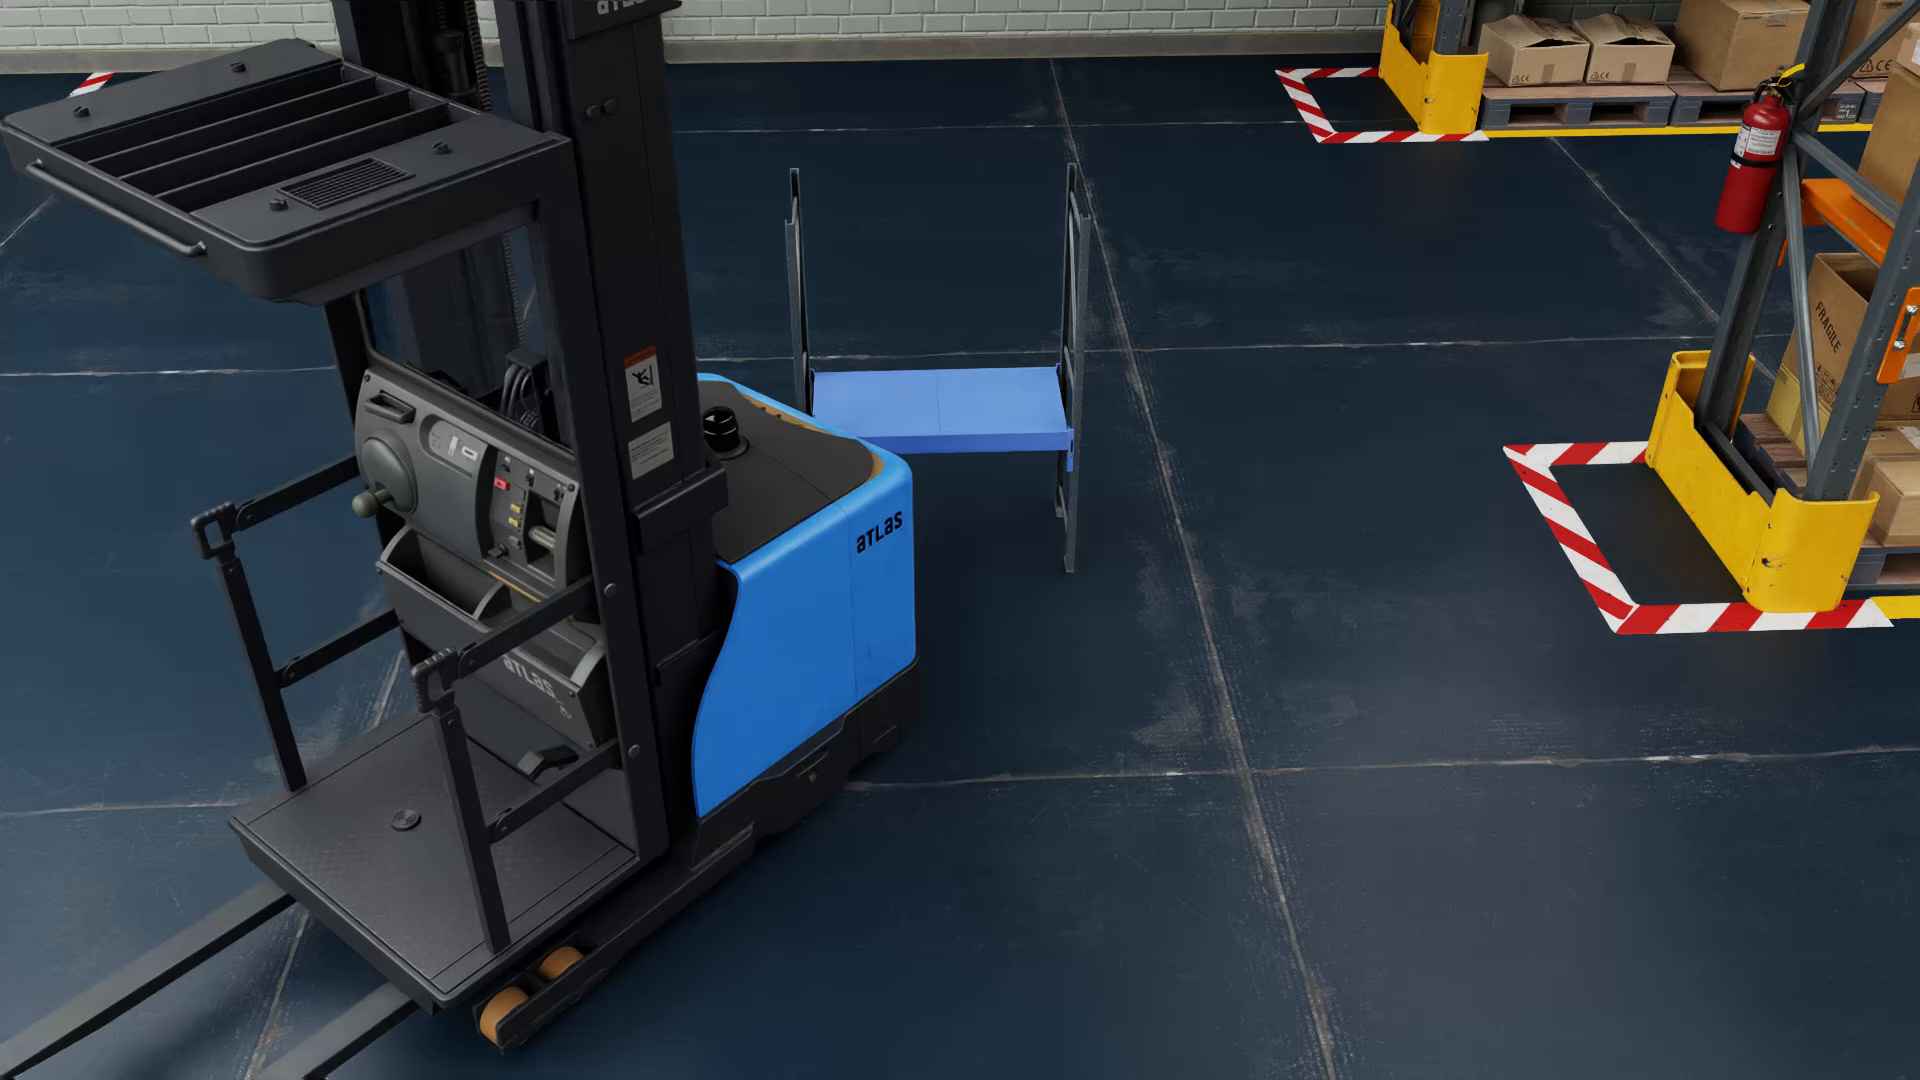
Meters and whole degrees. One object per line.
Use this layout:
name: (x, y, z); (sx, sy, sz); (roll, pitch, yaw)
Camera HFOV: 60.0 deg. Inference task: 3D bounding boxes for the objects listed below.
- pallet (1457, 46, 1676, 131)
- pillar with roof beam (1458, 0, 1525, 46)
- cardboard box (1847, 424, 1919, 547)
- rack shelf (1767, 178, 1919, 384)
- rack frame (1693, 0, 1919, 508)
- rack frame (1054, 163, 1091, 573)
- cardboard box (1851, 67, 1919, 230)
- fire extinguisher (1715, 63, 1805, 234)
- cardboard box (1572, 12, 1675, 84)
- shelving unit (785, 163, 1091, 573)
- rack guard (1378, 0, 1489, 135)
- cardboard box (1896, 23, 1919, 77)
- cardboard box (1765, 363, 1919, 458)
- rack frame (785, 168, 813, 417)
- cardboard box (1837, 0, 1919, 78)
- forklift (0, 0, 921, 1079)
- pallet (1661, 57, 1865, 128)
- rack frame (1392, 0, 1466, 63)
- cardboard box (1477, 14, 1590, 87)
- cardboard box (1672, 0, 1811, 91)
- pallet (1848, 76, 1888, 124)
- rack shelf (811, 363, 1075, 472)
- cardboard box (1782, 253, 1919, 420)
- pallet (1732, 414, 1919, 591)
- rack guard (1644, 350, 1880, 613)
pallet: (3.859, -2.963, 10.846); (1.213, 0.211, 1.003); (-2, 35, -2)
pillar with roof beam: (3.832, -4.636, 5.541); (0.400, 9.000, 9.100); (-2, 35, -2)
cardboard box: (3.755, -0.220, 6.479); (0.500, 0.250, 0.500); (-2, 35, -2)
rack shelf: (5.206, -1.048, 6.261); (4.000, 0.370, 1.077); (-2, 35, -2)
rack frame: (3.209, -1.290, 5.978); (0.127, 3.000, 1.000); (-2, 35, -2)
rack frame: (0.423, -0.628, 6.340); (0.032, 1.500, 0.500); (-2, 35, -2)
cardboard box: (3.675, -1.336, 5.957); (0.500, 0.500, 0.700); (-2, 35, -2)
fire extinguisher: (3.068, -1.519, 6.377); (0.183, 0.674, 0.296); (-2, 35, -2)
cardboard box: (4.235, -3.164, 10.662); (0.500, 0.311, 0.500); (1, 35, 2)
shelving unit: (-0.085, -0.614, 6.320); (1.048, 1.500, 0.538); (-2, 35, -2)
rack guard: (3.046, -3.080, 10.761); (0.348, 0.500, 1.175); (-2, 35, -2)
cardboard box: (3.581, -1.716, 5.937); (0.250, 0.149, 0.380); (-2, 35, -3)
cardboard box: (3.730, -0.514, 6.905); (0.500, 0.250, 0.500); (-2, 35, -2)
rack frame: (-0.593, -0.601, 6.300); (0.032, 1.500, 0.500); (-2, 35, -2)
cardboard box: (5.931, -3.316, 10.715); (0.500, 0.500, 0.500); (-4, 35, -6)
forklift: (-1.464, -0.101, 4.320); (1.130, 2.935, 3.031); (25, 42, 32)
pallet: (5.075, -2.994, 10.891); (1.213, 0.211, 1.003); (-2, 35, -2)
rack frame: (2.970, -4.106, 10.047); (0.127, 3.000, 1.000); (-2, 35, -2)
cardboard box: (3.666, -3.149, 10.640); (0.500, 0.311, 0.500); (-5, 35, -8)
cardboard box: (4.970, -3.233, 10.596); (0.500, 0.500, 0.700); (-4, 35, -5)
pallet: (6.297, -3.029, 10.941); (1.213, 0.211, 1.003); (-2, 35, -2)
rack shelf: (-0.085, -0.467, 6.422); (1.000, 0.185, 0.538); (-2, 35, -2)
cardboard box: (3.730, -0.824, 6.693); (0.500, 0.500, 0.500); (-2, 35, -2)
pallet: (3.970, -0.188, 6.836); (1.213, 0.211, 1.003); (-2, 35, -2)
rack guard: (3.185, -0.261, 6.689); (0.348, 0.500, 1.175); (-2, 35, -2)
